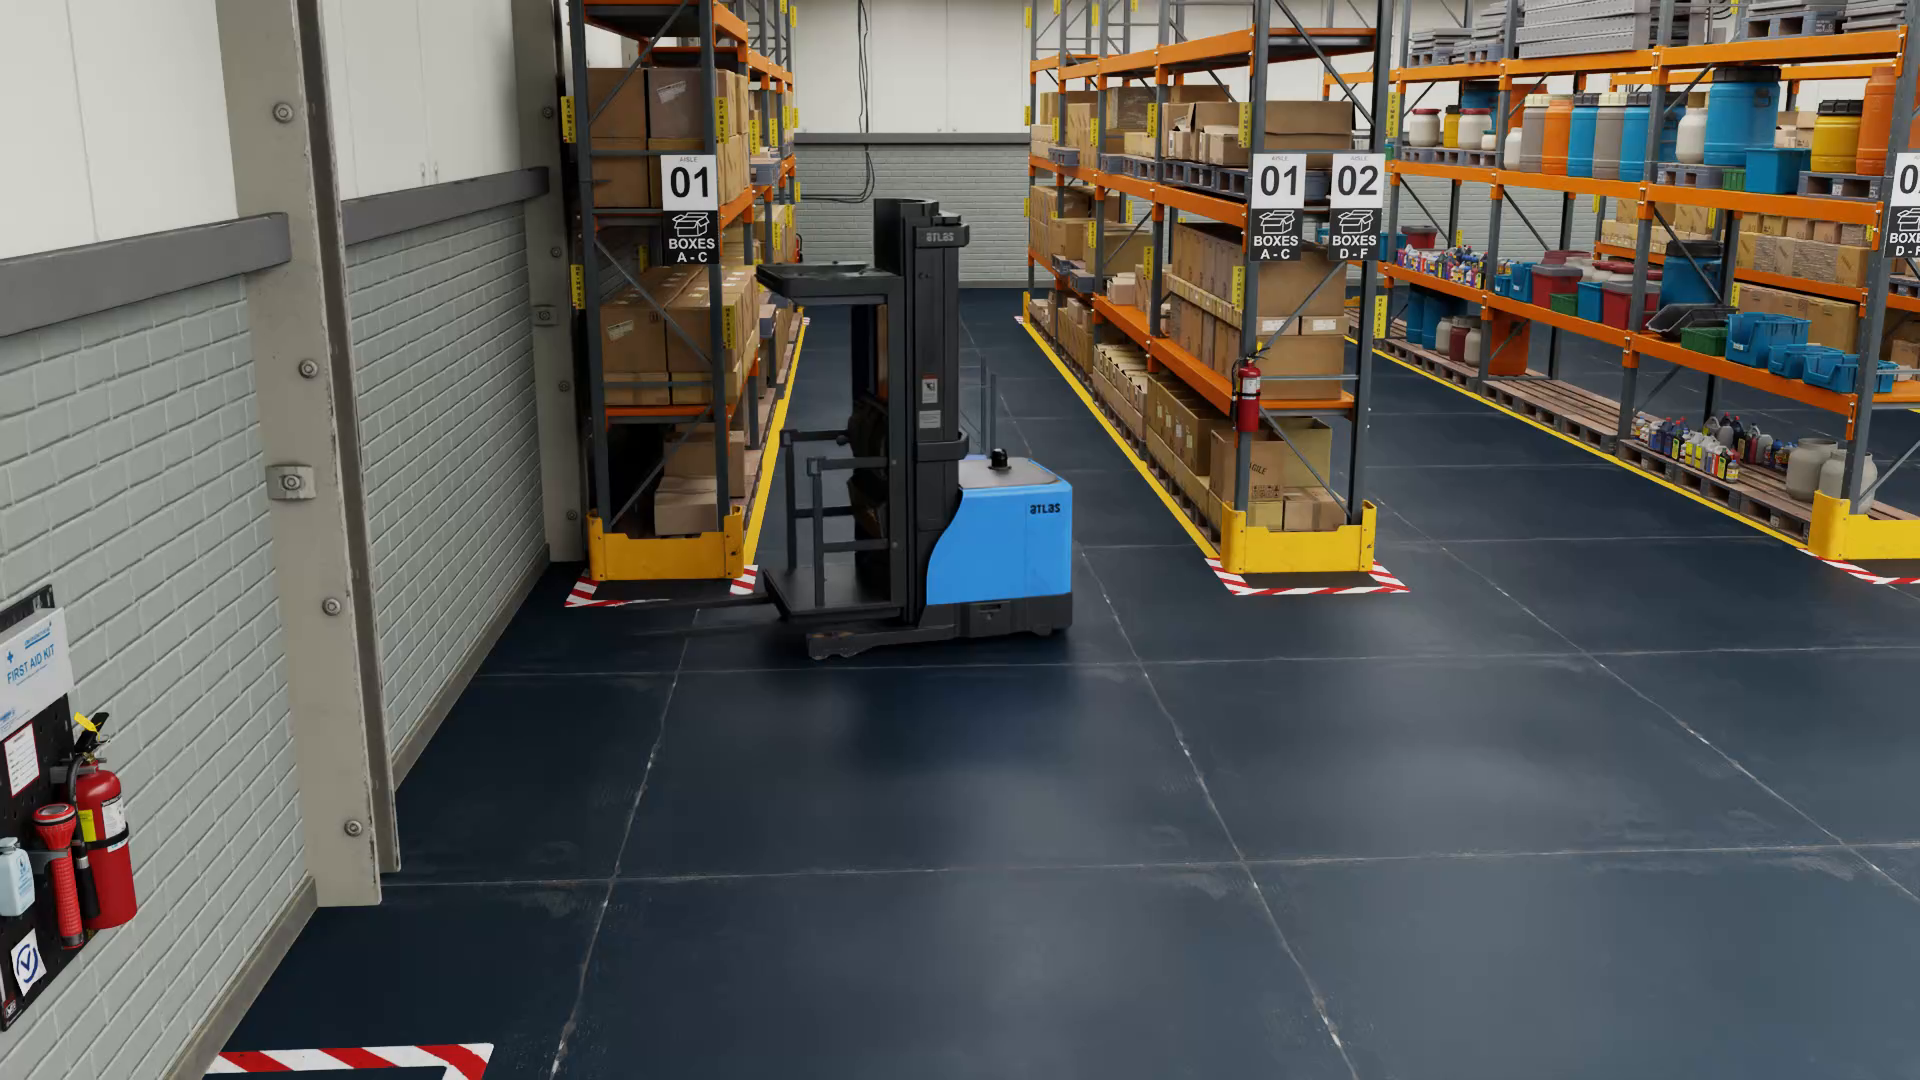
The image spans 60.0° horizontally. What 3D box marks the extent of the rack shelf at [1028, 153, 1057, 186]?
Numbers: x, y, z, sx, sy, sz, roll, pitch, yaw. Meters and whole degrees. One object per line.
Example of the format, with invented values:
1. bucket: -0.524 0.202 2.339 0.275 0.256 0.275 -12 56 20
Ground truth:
1. rack shelf: 1.799 -5.833 26.103 1.077 0.370 4.000 -1 14 -3

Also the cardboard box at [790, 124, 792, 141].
1. cardboard box: -2.925 -6.474 26.404 0.500 0.250 0.500 -1 14 -6

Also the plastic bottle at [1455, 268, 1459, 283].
1. plastic bottle: 6.630 -3.518 22.077 0.097 0.201 0.097 0 14 0

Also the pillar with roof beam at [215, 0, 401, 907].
1. pillar with roof beam: 1.484 -2.810 6.890 9.100 9.000 0.400 -1 14 -3

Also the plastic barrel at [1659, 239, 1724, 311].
1. plastic barrel: 7.641 -2.661 17.344 0.600 0.901 0.708 -1 14 -3

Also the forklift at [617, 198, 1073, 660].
1. forklift: -0.801 -0.775 11.156 3.031 2.935 1.130 -4 15 -15

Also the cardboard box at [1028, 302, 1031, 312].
1. cardboard box: 1.358 -3.950 28.195 0.380 0.149 0.250 -1 14 -3

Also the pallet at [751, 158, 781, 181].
1. pallet: -2.525 -3.940 17.675 1.213 0.211 1.003 -1 14 -3

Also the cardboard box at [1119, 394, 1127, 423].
1. cardboard box: 2.041 -1.466 18.378 0.500 0.250 0.500 -1 14 -2

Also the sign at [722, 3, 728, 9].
1. sign: -3.824 -8.577 27.108 0.100 0.325 0.005 -1 14 -3

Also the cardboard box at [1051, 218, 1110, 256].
1. cardboard box: 1.729 -4.362 23.918 0.700 0.500 0.500 -6 16 -22

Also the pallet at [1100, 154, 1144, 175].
1. pallet: 2.302 -4.431 19.586 1.213 0.211 1.003 0 14 -1

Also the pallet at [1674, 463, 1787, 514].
1. pallet: 7.441 -0.495 15.528 1.003 0.211 1.213 -1 14 -3

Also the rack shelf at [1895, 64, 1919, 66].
1. rack shelf: 12.182 -5.255 18.637 1.077 0.370 4.000 -1 14 -3

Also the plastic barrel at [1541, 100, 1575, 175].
1. plastic barrel: 6.989 -4.603 19.015 0.600 0.830 0.708 -1 14 -3

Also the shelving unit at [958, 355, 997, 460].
1. shelving unit: 0.005 -0.705 13.757 0.538 1.500 1.048 -1 14 -3

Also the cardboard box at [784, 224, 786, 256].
1. cardboard box: -2.741 -4.246 23.670 0.500 0.500 0.500 -1 14 -4

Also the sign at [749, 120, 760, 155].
1. sign: -1.985 -3.878 16.022 0.100 0.325 0.005 -1 14 -3

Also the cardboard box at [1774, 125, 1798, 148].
1. cardboard box: 11.788 -5.722 23.564 0.500 0.311 0.500 -1 14 -5

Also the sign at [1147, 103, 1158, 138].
1. sign: 1.877 -4.087 16.202 0.100 0.325 0.005 -1 14 -3

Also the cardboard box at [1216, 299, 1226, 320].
1. cardboard box: 2.389 -1.959 14.116 0.380 0.149 0.250 0 14 -2

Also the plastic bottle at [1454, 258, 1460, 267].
1. plastic bottle: 6.725 -3.682 22.553 0.061 0.283 0.133 -1 14 -3

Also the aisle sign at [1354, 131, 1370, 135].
1. aisle sign: 6.907 -6.584 28.377 0.394 0.787 0.004 -1 14 -3

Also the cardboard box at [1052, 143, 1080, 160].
1. cardboard box: 1.627 -5.729 24.553 0.500 0.250 0.500 -1 14 -3

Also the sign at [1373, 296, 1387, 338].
1. sign: 3.220 -1.712 12.764 0.100 0.325 0.005 -1 14 -3

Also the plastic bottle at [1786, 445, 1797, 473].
1. plastic bottle: 7.788 -0.756 15.536 0.097 0.271 0.097 0 14 0

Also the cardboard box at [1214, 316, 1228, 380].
1. cardboard box: 2.588 -1.666 14.282 0.700 0.500 0.500 -1 14 -3

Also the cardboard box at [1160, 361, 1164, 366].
1. cardboard box: 2.516 -1.999 19.326 0.500 0.311 0.500 -1 14 -4

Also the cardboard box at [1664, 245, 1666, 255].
1. cardboard box: 11.400 -4.589 26.346 0.380 0.149 0.250 -1 14 -2

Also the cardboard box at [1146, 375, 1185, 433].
1. cardboard box: 2.134 -1.357 16.451 0.500 0.500 0.500 -1 14 -3

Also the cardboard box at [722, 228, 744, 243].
1. cardboard box: -2.688 -3.570 19.497 0.380 0.149 0.250 -3 15 -13

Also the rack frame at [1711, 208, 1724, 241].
1. rack frame: 11.810 -4.384 25.045 1.000 3.000 0.127 -1 14 -3

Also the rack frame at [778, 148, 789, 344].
1. rack frame: -3.021 -4.154 24.153 1.000 3.000 0.127 -1 14 -3

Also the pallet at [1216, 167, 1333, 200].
1. pallet: 2.648 -2.833 13.177 1.003 0.211 1.213 -1 14 -3

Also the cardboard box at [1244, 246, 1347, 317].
1. cardboard box: 2.647 -2.054 13.184 0.700 0.500 0.500 -1 14 -3

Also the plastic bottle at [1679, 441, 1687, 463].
1. plastic bottle: 7.004 -0.851 16.046 0.097 0.201 0.097 0 14 0

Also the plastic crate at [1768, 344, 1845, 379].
1. plastic crate: 7.246 -1.532 14.261 0.499 0.251 0.408 -1 14 -3

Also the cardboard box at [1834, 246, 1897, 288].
1. cardboard box: 11.780 -3.556 21.628 0.500 0.500 0.500 0 14 -2

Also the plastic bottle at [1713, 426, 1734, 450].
1. plastic bottle: 7.555 -1.000 16.475 0.152 0.276 0.135 -1 14 -3

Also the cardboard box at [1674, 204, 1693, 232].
1. cardboard box: 11.488 -5.053 25.846 0.500 0.500 0.500 -1 14 -3

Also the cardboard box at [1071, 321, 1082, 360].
1. cardboard box: 1.808 -2.728 22.741 0.500 0.500 0.500 -1 14 -6

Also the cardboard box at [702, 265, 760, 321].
1. cardboard box: -2.188 -2.352 15.904 0.500 0.500 0.500 -1 14 -4

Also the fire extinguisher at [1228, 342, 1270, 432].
1. fire extinguisher: 2.210 -1.173 12.722 0.296 0.674 0.183 -1 14 -3

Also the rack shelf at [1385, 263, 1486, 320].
1. rack shelf: 6.991 -3.461 22.904 1.077 0.370 4.000 -1 14 -3

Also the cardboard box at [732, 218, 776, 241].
1. cardboard box: -2.546 -3.849 20.623 0.500 0.250 0.500 -1 14 -2

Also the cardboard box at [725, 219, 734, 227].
1. cardboard box: -3.060 -3.834 20.564 0.500 0.250 0.500 0 14 -2

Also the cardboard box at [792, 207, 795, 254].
1. cardboard box: -3.171 -4.987 26.787 0.980 0.700 0.700 -1 14 -4

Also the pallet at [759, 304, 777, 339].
1. pallet: -2.428 -2.264 17.192 1.003 0.211 1.213 -1 14 -3

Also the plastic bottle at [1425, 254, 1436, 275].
1. plastic bottle: 6.587 -3.838 23.173 0.152 0.276 0.135 -1 14 -3

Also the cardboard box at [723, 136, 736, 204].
1. cardboard box: -2.047 -2.902 13.025 0.500 0.500 0.500 0 14 0

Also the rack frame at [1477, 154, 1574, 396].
1. rack frame: 7.114 -3.312 20.881 1.000 3.000 0.127 -1 14 -3

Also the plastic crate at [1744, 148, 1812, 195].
1. plastic crate: 7.191 -3.237 14.602 0.392 0.384 0.575 -1 14 -3

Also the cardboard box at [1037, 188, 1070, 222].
1. cardboard box: 1.505 -5.390 26.750 0.500 0.500 0.500 -1 14 -3

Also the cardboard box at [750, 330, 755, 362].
1. cardboard box: -2.125 -1.740 15.029 0.500 0.250 0.500 -1 14 -4
